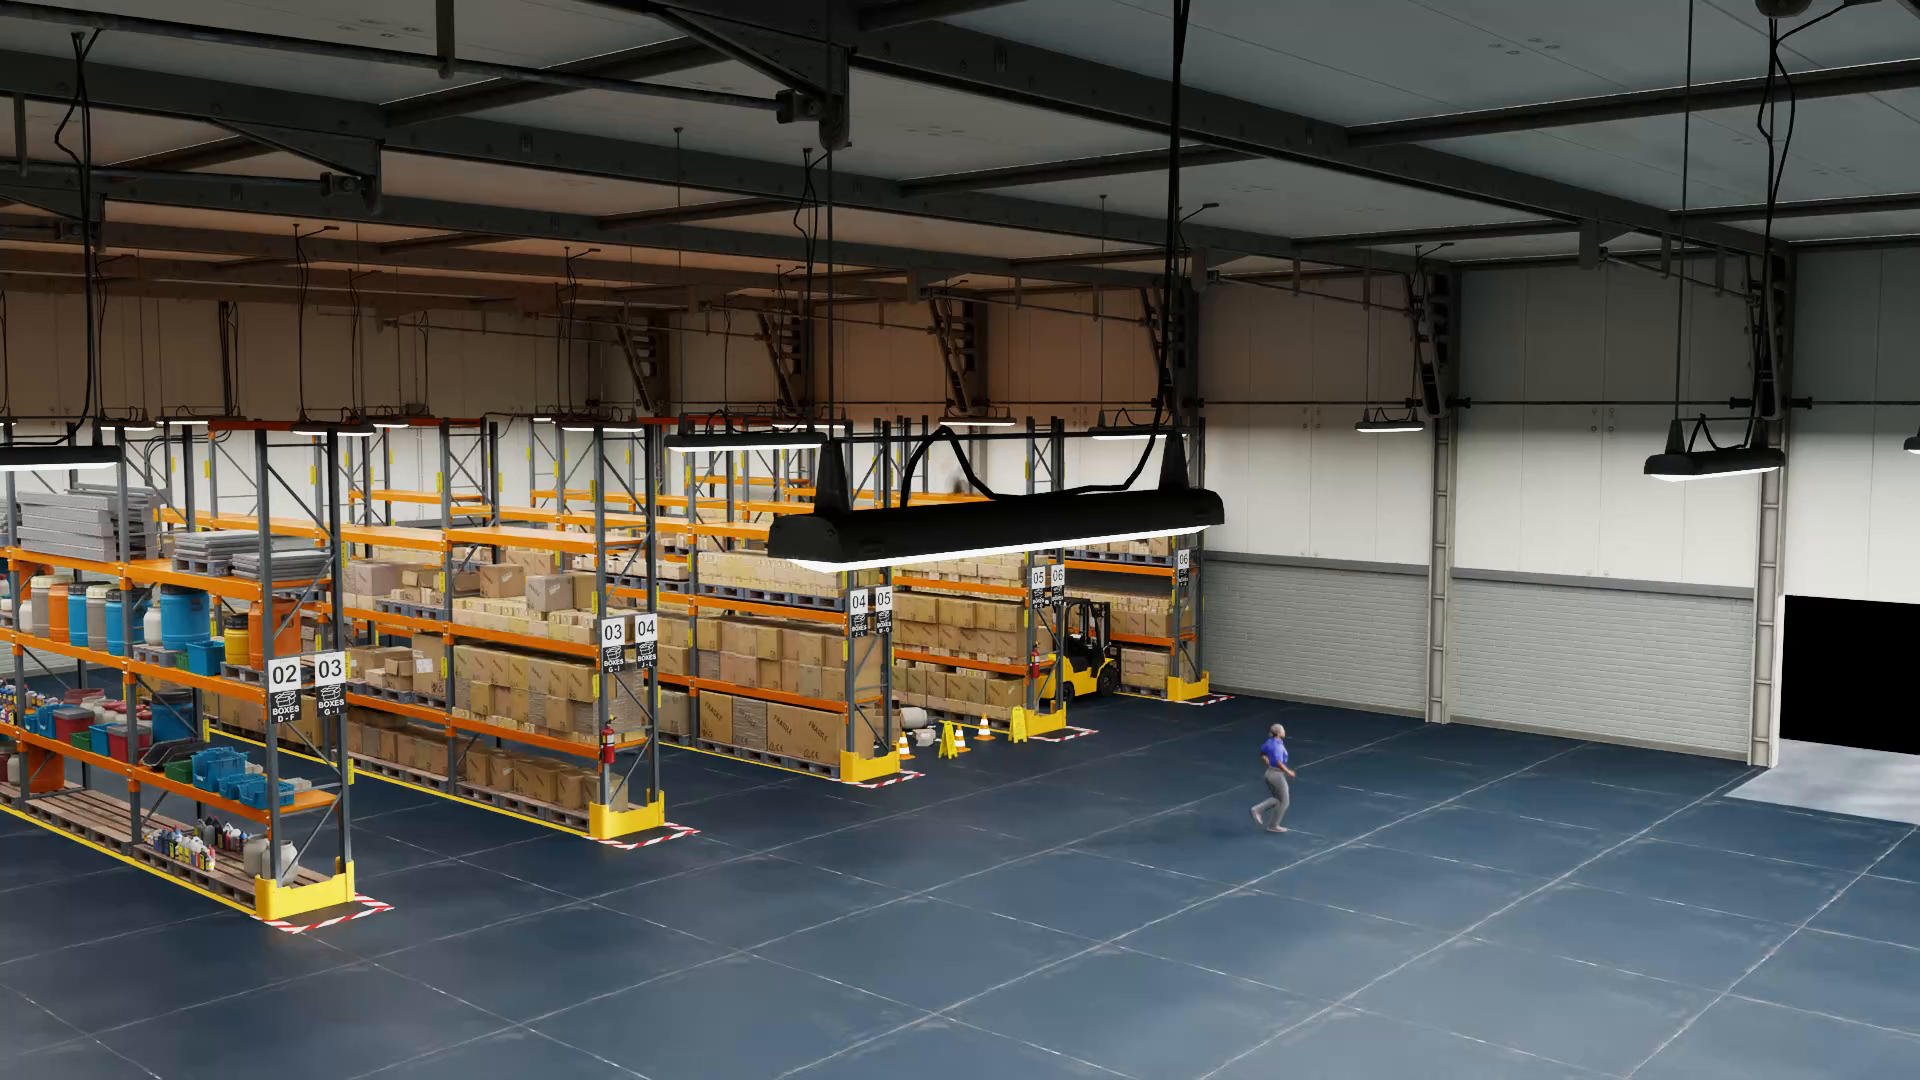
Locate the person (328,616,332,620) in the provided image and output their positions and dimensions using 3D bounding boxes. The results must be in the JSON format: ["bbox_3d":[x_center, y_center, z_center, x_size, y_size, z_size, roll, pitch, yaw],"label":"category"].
[{"bbox_3d":[-13.635,2.479,36.242,0.681,1.677,0.761,-4,6,-37],"label":"person"}]

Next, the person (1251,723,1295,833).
[{"bbox_3d":[4.626,3.498,24.463,0.568,1.616,0.571,-1,5,-11],"label":"person"}]

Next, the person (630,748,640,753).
[{"bbox_3d":[-6.067,2.974,29.839,0.958,1.667,0.617,3,6,33],"label":"person"}]
